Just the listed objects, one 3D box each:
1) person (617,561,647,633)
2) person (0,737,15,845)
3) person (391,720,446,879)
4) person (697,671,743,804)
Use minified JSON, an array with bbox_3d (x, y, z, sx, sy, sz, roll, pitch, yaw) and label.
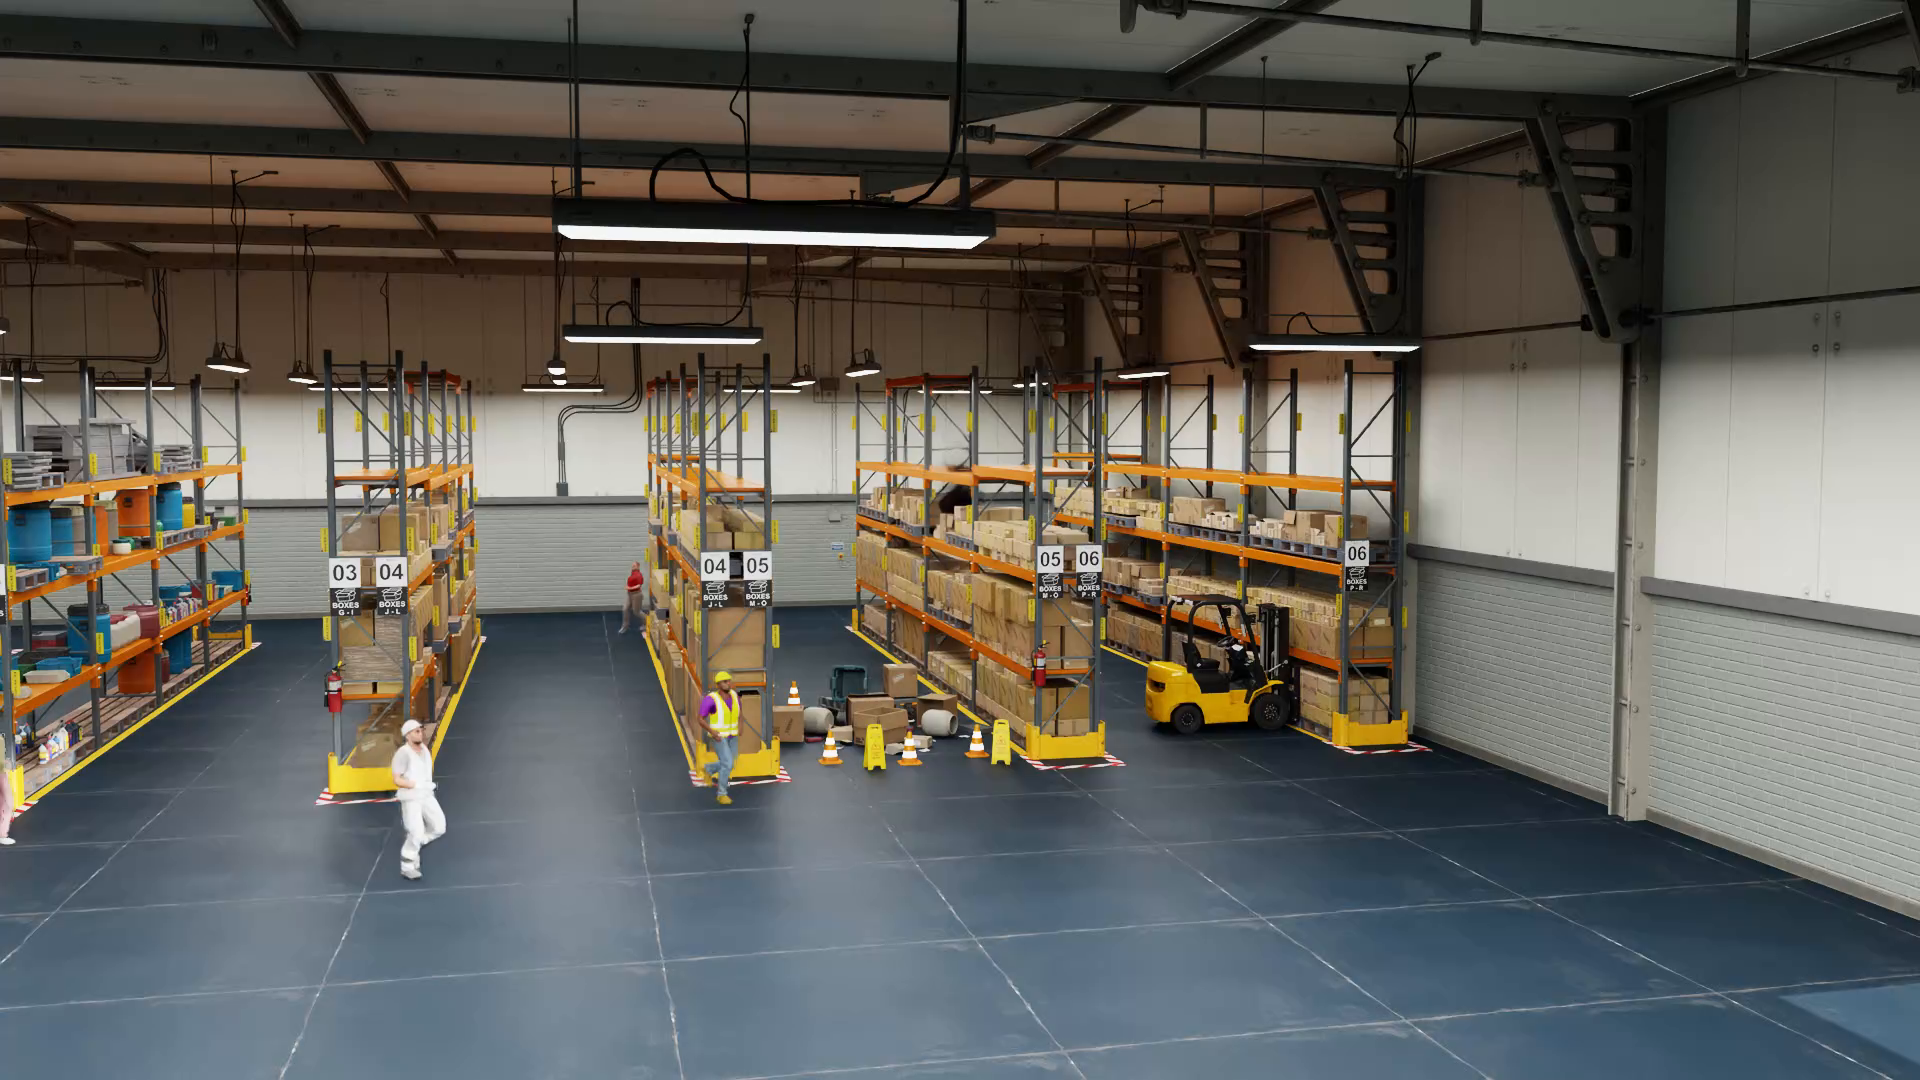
[{"bbox_3d":[-7.773,1.383,39.901,0.807,1.751,0.661,-3,5,-37],"label":"person"},{"bbox_3d":[-11.616,2.810,19.851,0.740,1.639,0.591,1,4,15],"label":"person"},{"bbox_3d":[-5.944,2.849,18.295,0.604,1.752,0.681,2,4,22],"label":"person"},{"bbox_3d":[-3.208,2.600,22.160,0.676,1.747,0.715,4,5,43],"label":"person"}]
